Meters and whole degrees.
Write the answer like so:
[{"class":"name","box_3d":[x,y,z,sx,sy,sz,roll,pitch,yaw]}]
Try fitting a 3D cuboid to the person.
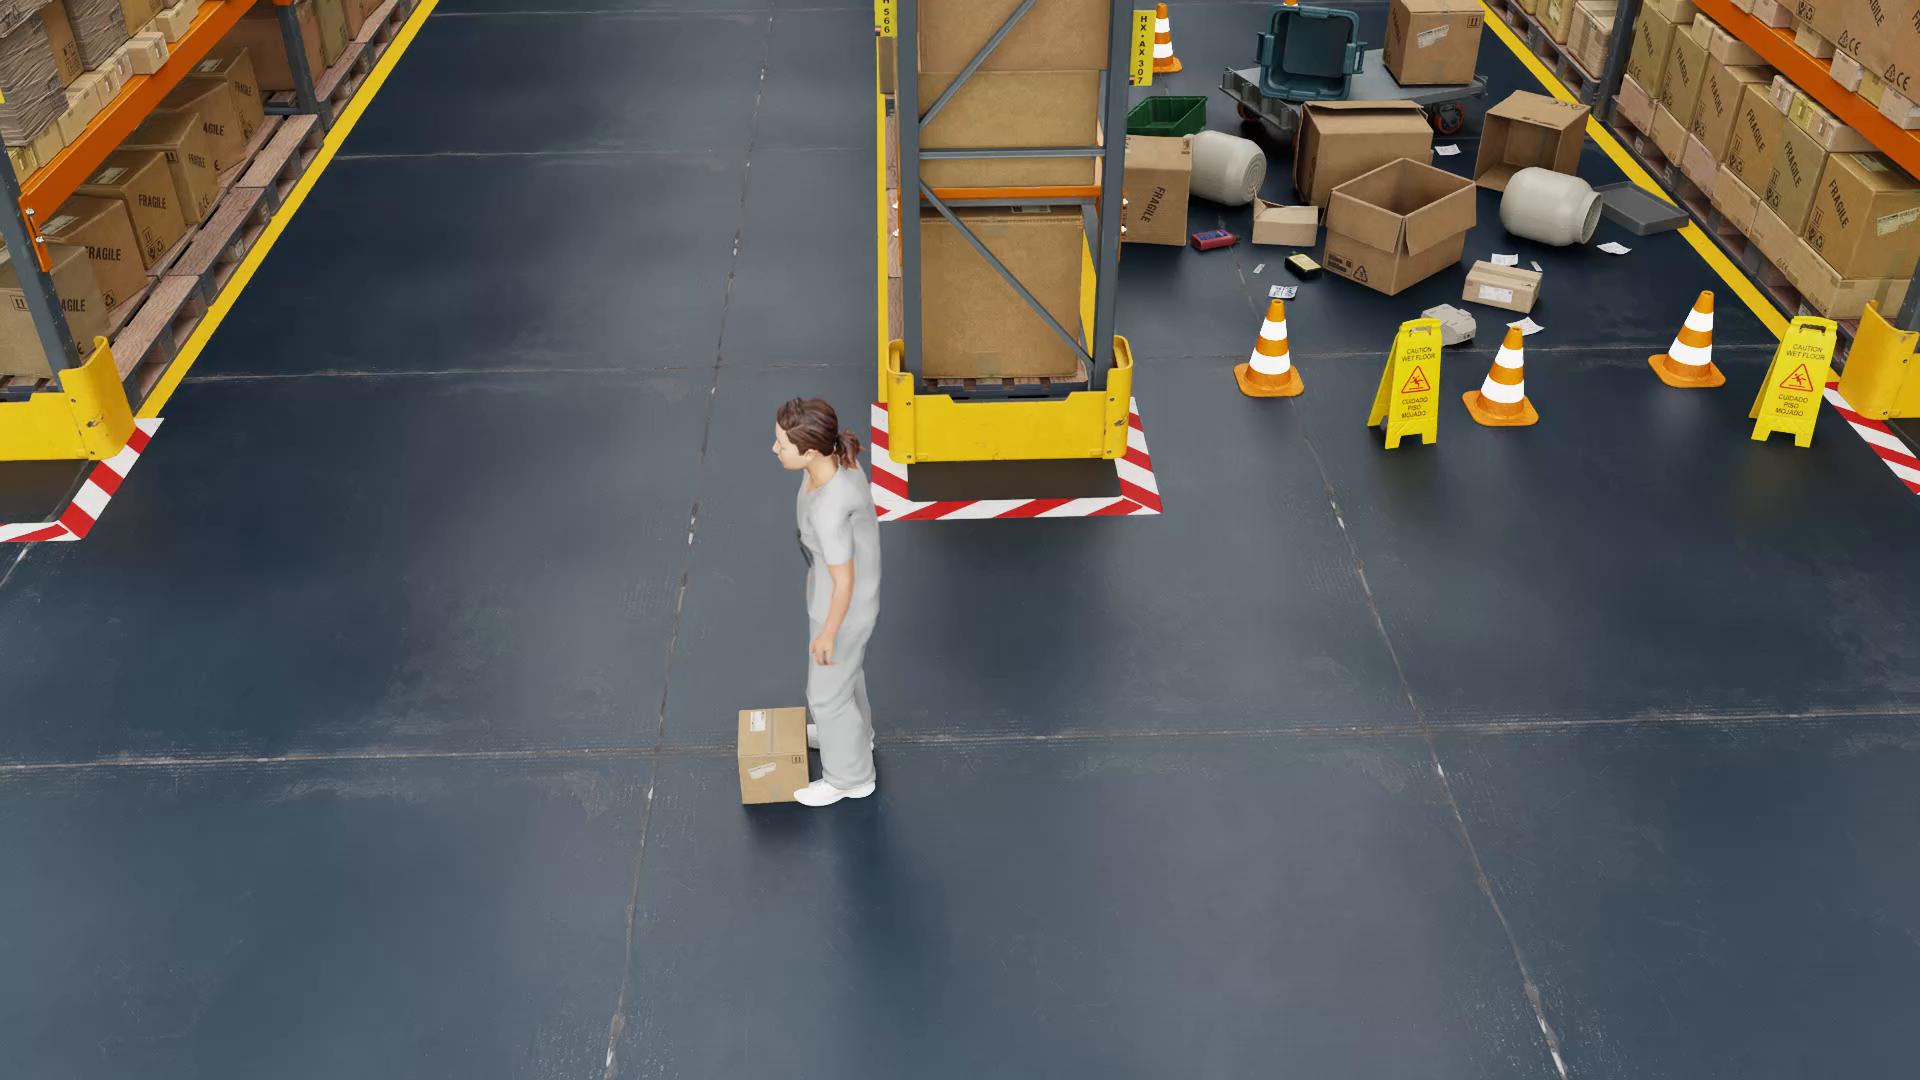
[{"class":"person","box_3d":[-0.455,0.216,5.842,0.357,1.673,0.513,-3,35,-4]}]
